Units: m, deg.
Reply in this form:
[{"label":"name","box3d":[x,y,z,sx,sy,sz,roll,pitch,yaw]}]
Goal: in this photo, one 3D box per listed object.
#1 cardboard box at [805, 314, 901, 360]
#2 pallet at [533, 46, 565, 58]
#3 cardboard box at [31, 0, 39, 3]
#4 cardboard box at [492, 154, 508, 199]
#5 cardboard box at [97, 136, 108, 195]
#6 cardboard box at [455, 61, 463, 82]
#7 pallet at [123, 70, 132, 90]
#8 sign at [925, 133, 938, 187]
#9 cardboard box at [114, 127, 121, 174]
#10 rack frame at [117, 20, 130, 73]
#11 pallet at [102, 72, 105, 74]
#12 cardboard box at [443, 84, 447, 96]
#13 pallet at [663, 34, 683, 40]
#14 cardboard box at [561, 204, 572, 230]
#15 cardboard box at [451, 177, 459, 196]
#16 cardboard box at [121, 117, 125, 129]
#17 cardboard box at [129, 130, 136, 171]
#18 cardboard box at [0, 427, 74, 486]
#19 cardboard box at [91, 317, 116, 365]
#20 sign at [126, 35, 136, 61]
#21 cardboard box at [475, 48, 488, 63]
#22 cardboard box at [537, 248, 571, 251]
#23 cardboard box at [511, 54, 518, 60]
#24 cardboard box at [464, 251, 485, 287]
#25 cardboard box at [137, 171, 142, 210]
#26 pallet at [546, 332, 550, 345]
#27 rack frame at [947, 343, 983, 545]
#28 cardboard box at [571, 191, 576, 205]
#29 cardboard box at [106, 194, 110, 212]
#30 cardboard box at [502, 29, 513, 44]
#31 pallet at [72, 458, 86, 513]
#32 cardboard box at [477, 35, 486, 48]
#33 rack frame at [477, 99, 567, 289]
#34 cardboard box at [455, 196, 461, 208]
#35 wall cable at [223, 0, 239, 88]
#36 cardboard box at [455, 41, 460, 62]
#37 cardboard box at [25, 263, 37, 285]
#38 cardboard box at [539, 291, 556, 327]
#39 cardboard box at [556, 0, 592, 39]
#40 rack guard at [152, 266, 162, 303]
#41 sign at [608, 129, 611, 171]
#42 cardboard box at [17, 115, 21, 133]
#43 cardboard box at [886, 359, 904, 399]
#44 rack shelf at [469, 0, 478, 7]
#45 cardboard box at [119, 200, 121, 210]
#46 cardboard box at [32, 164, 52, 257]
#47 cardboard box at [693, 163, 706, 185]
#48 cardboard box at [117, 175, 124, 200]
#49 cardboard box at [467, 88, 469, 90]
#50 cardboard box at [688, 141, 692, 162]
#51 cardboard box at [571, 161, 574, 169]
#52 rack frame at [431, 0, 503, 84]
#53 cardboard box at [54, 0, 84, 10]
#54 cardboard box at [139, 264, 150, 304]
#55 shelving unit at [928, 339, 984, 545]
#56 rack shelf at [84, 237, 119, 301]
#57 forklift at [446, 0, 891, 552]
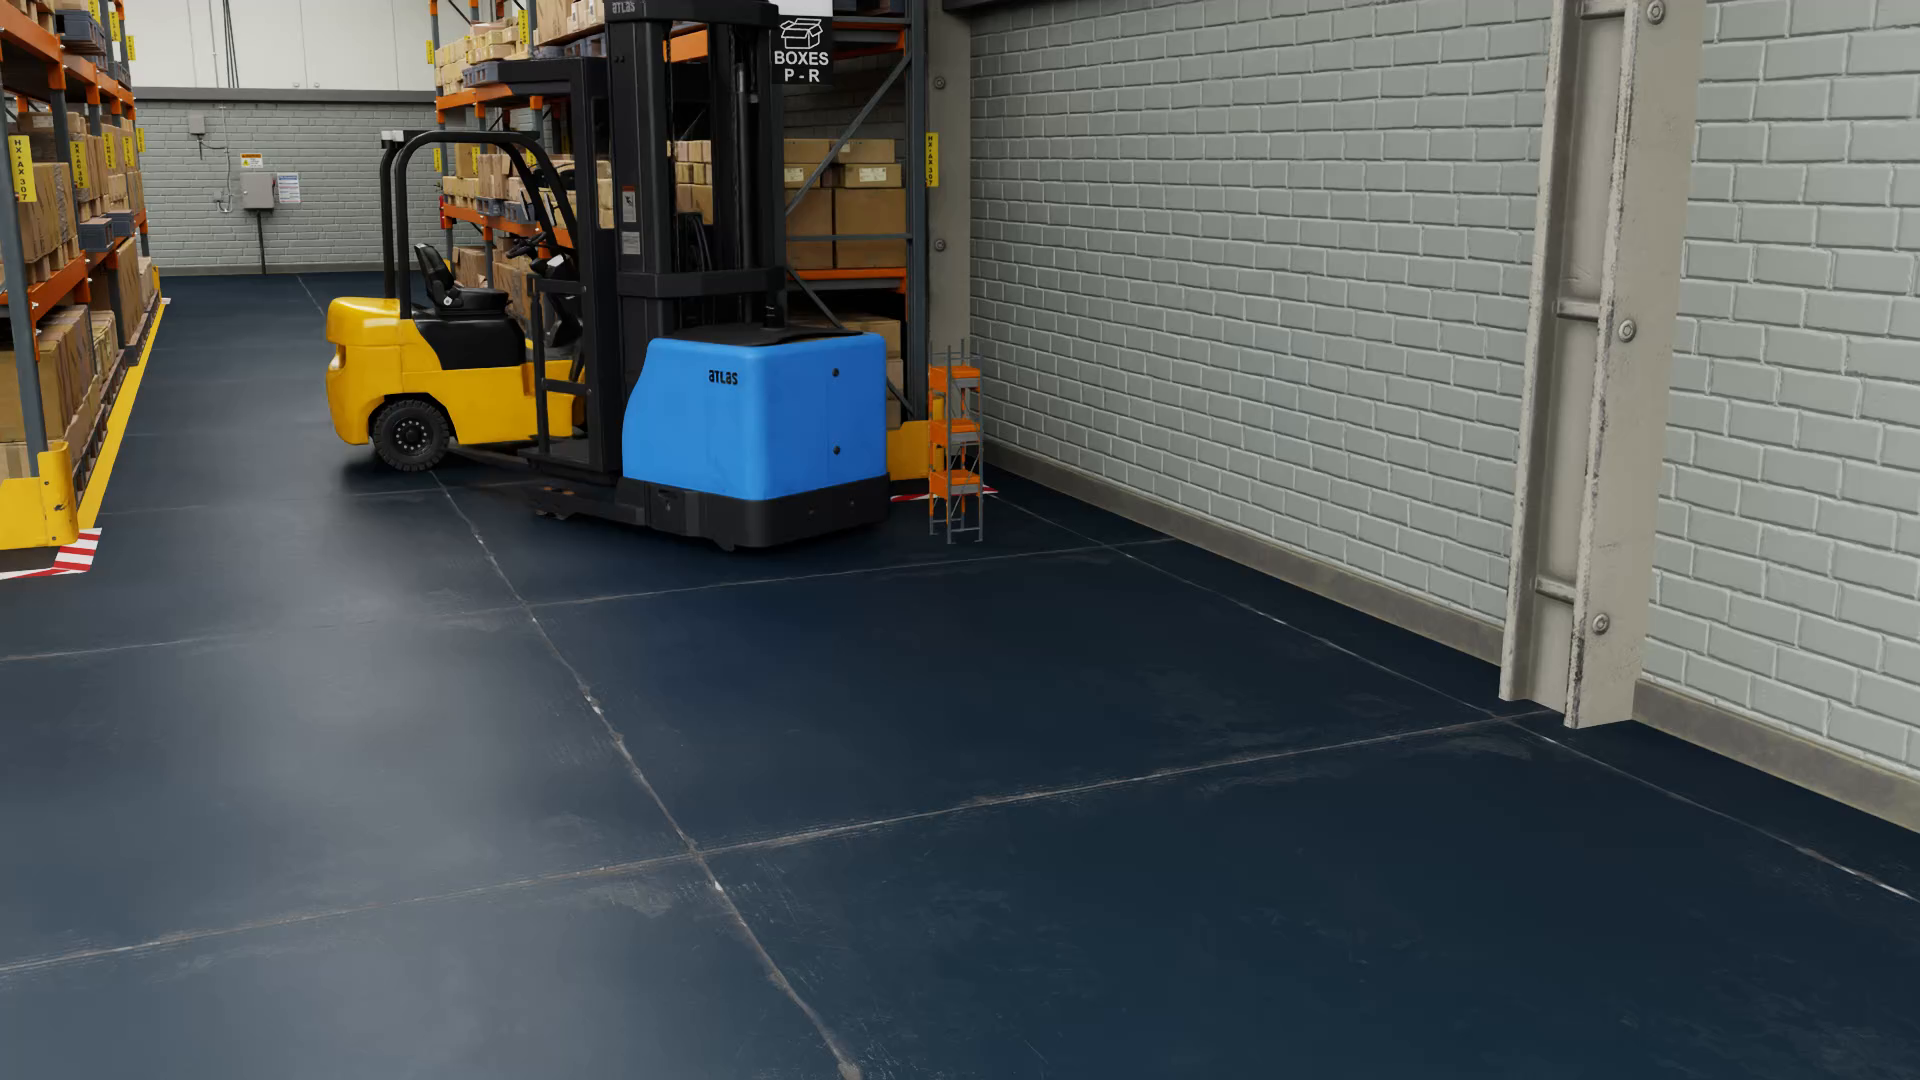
[{"label":"cardboard box","box3d":[-0.712,-1.323,10.882,0.500,0.250,0.500,-6,14,-24]},{"label":"pallet","box3d":[-3.544,-4.744,16.483,1.213,0.211,1.003,-5,14,-20]},{"label":"cardboard box","box3d":[-6.024,-3.487,10.304,0.500,0.250,0.500,-6,14,-24]},{"label":"cardboard box","box3d":[-4.989,-4.198,19.201,0.700,0.500,0.500,-6,14,-23]},{"label":"cardboard box","box3d":[-7.790,-3.282,14.583,0.500,0.500,0.500,-6,14,-24]},{"label":"cardboard box","box3d":[-6.335,-6.157,21.841,0.500,0.250,0.500,-5,14,-22]},{"label":"pallet","box3d":[-11.342,-5.977,21.585,1.003,0.211,1.213,-6,14,-23]},{"label":"sign","box3d":[-0.182,-2.364,10.334,0.100,0.325,0.005,-6,14,-23]},{"label":"cardboard box","box3d":[-9.239,-4.138,17.657,0.500,0.500,0.500,-5,14,-21]},{"label":"rack frame","box3d":[-11.649,-7.634,21.895,1.000,3.000,0.127,-6,14,-23]},{"label":"pallet","box3d":[-9.202,-4.786,16.664,1.003,0.211,1.213,-5,14,-20]},{"label":"cardboard box","box3d":[-6.966,-6.245,23.105,0.380,0.149,0.250,-5,14,-22]},{"label":"pallet","box3d":[-1.930,-3.925,12.720,1.003,0.211,1.213,-6,14,-23]},{"label":"cardboard box","box3d":[-3.534,-3.110,15.988,0.500,0.250,0.500,-6,14,-25]},{"label":"cardboard box","box3d":[-6.759,-4.905,23.084,0.500,0.250,0.500,-6,14,-24]},{"label":"cardboard box","box3d":[-10.317,-5.040,20.115,0.380,0.149,0.250,-6,14,-25]},{"label":"cardboard box","box3d":[-10.607,-4.857,20.763,0.500,0.500,0.500,-6,14,-23]},{"label":"cardboard box","box3d":[-5.310,-0.462,9.380,0.500,0.250,0.500,-6,14,-23]},{"label":"cardboard box","box3d":[-7.924,-1.713,14.515,0.950,0.372,0.625,-6,14,-24]},{"label":"sign","box3d":[-11.146,-6.611,22.342,0.100,0.325,0.005,-6,14,-23]},{"label":"cardboard box","box3d":[-5.459,-5.668,19.459,0.380,0.149,0.250,-5,14,-22]},{"label":"cardboard box","box3d":[-5.089,-3.586,20.887,0.380,0.149,0.250,-6,14,-25]},{"label":"cardboard box","box3d":[-4.528,-5.083,17.861,0.500,0.250,0.500,-6,14,-23]},{"label":"cardboard box","box3d":[-6.517,-3.713,22.874,0.500,0.500,0.500,-5,14,-22]},{"label":"cardboard box","box3d":[-10.811,-4.473,21.324,0.500,0.500,0.500,-5,14,-21]},{"label":"pallet","box3d":[-3.604,-1.975,16.935,1.003,0.211,1.213,-6,14,-23]},{"label":"rack frame","box3d":[0.027,-0.497,8.690,0.200,1.050,0.008,-6,14,-23]},{"label":"cardboard box","box3d":[-3.324,-3.247,15.472,0.500,0.250,0.500,-5,14,-22]},{"label":"cardboard box","box3d":[-7.782,-2.997,14.792,0.380,0.149,0.250,-6,14,-23]},{"label":"cardboard box","box3d":[-4.826,-5.547,18.320,0.380,0.149,0.250,-6,14,-23]},{"label":"pallet","box3d":[-5.563,-0.233,9.410,1.003,0.211,1.213,-6,14,-23]},{"label":"cardboard box","box3d":[-5.420,-5.814,19.429,0.380,0.149,0.250,-6,14,-24]},{"label":"rack frame","box3d":[-5.500,-4.333,20.941,1.000,3.000,0.127,-6,14,-23]},{"label":"cardboard box","box3d":[-6.752,-4.674,22.970,0.380,0.149,0.250,-6,14,-25]},{"label":"wall cable","box3d":[-10.928,-9.113,28.203,2.988,3.039,0.133,-6,14,-23]},{"label":"cardboard box","box3d":[-6.330,-6.402,21.792,0.500,0.250,0.500,-5,14,-22]},{"label":"cardboard box","box3d":[-5.332,-1.485,9.189,0.380,0.149,0.250,-6,14,-25]},{"label":"cardboard box","box3d":[-4.264,-2.562,17.899,0.500,0.500,0.500,-5,14,-21]},{"label":"cardboard box","box3d":[-3.423,-4.889,15.312,0.500,0.500,0.500,-5,14,-22]},{"label":"rack guard","box3d":[-11.659,-3.498,22.875,1.175,0.500,0.348,-6,14,-23]},{"label":"sign","box3d":[-2.789,-3.155,13.458,0.100,0.325,0.005,-6,14,-23]},{"label":"cardboard box","box3d":[-7.236,-3.290,13.182,0.380,0.149,0.250,-5,14,-20]},{"label":"cardboard box","box3d":[-0.691,-1.079,10.936,0.500,0.250,0.500,-5,14,-22]},{"label":"rack shelf","box3d":[-4.699,-6.298,18.606,1.077,0.370,4.000,-6,14,-23]},{"label":"cardboard box","box3d":[-9.037,-3.424,17.343,0.500,0.250,0.500,-6,14,-23]},{"label":"cardboard box","box3d":[-5.386,-1.828,9.236,0.500,0.500,0.500,-5,14,-21]},{"label":"cardboard box","box3d":[-1.625,-2.528,11.481,0.380,0.149,0.250,-6,14,-23]},{"label":"cardboard box","box3d":[-9.007,-3.672,17.309,0.500,0.250,0.500,-5,14,-22]},{"label":"cardboard box","box3d":[-6.110,-5.827,21.300,0.380,0.149,0.250,-5,14,-21]},{"label":"cardboard box","box3d":[-1.735,-2.789,11.947,0.380,0.149,0.250,-6,14,-23]},{"label":"cardboard box","box3d":[-3.352,-3.405,15.269,0.380,0.149,0.250,-6,14,-24]},{"label":"rack frame","box3d":[-7.102,-8.083,23.835,1.000,3.000,0.127,-6,14,-23]},{"label":"cardboard box","box3d":[-6.709,-3.981,12.169,0.500,0.250,0.500,-6,14,-25]},{"label":"cardboard box","box3d":[-10.559,-3.165,20.644,0.875,0.438,0.875,-6,14,-25]},{"label":"shelving unit","box3d":[-0.021,-0.523,8.799,0.215,1.050,0.252,-6,14,-23]},{"label":"rack shelf","box3d":[-7.643,-2.294,13.726,1.077,0.370,4.000,-6,14,-23]},{"label":"forklift","box3d":[-1.830,-1.619,9.365,3.031,2.935,1.130,11,17,39]}]
